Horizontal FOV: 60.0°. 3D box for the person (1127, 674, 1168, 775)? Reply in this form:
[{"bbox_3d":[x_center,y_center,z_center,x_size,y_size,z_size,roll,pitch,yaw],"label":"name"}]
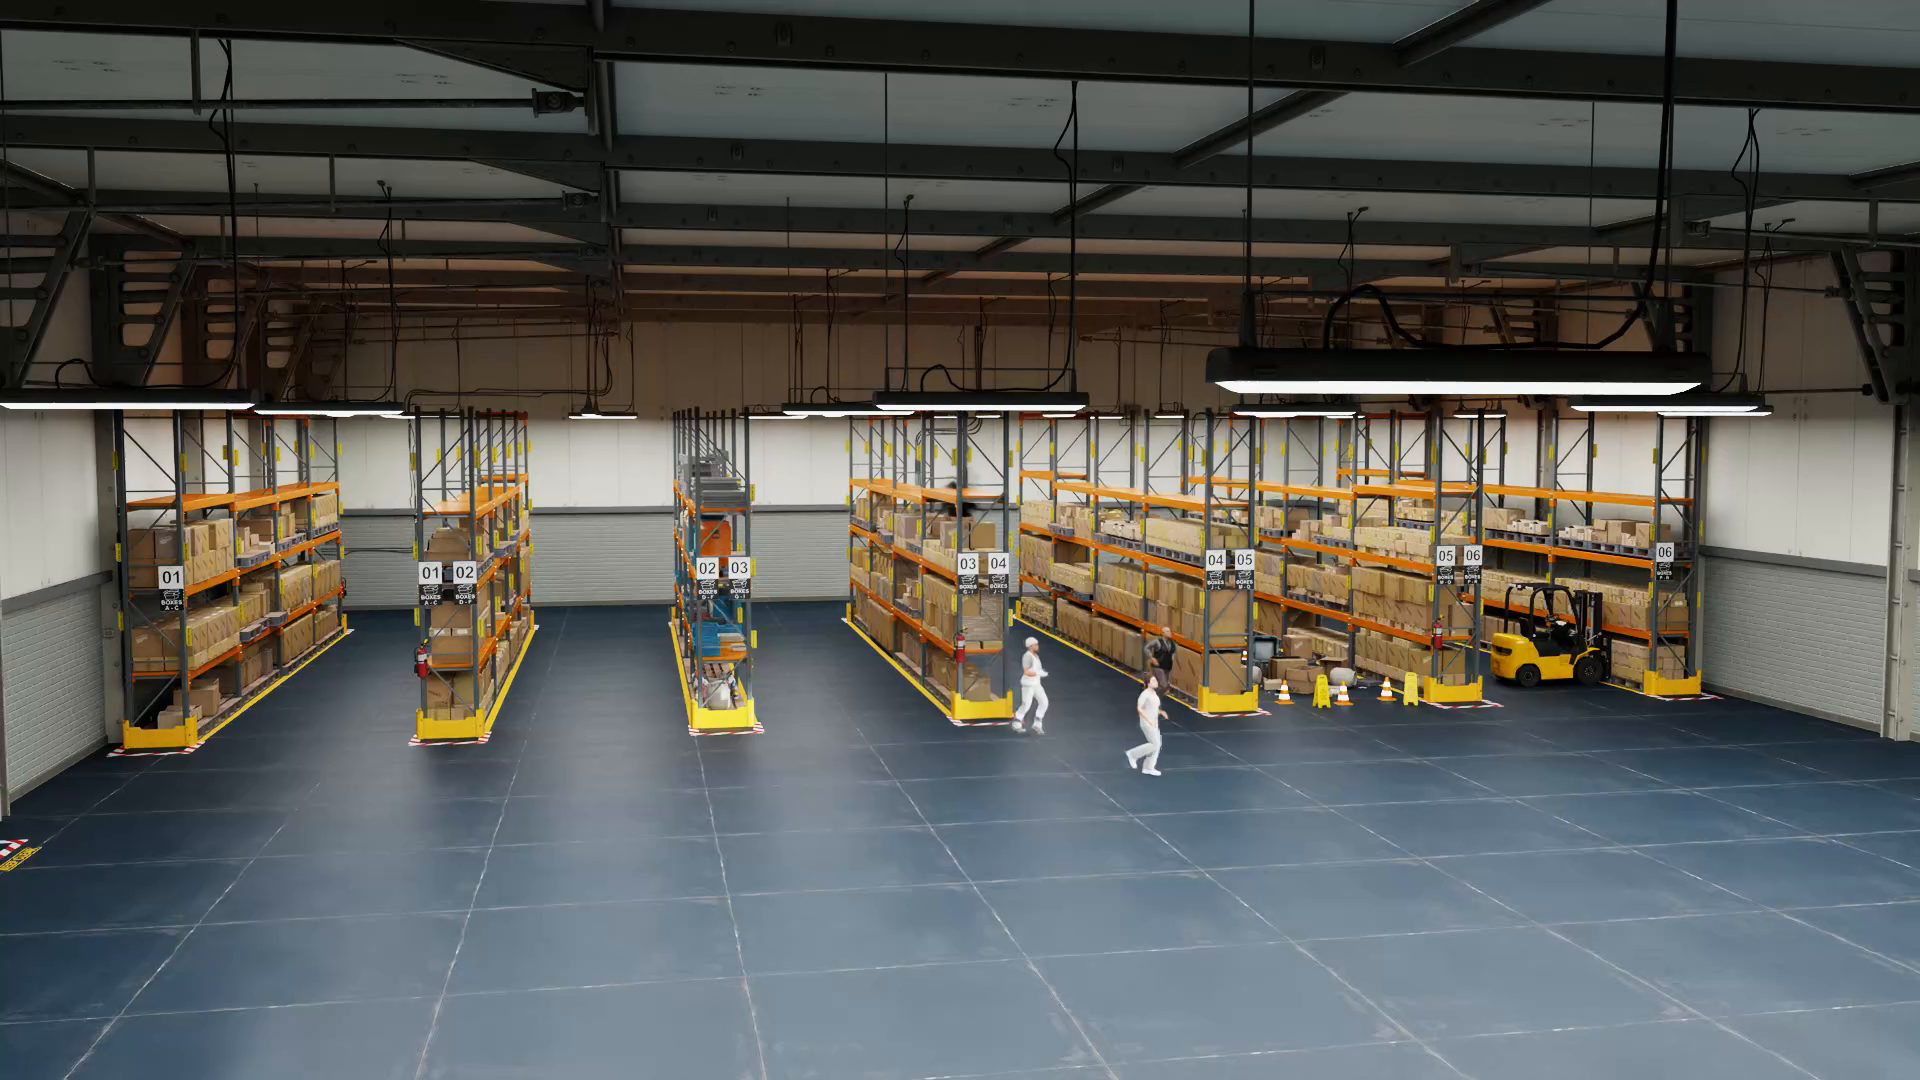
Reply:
[{"bbox_3d":[3.055,2.991,27.060,0.609,1.639,0.561,2,5,26],"label":"person"}]

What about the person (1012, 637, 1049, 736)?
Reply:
[{"bbox_3d":[1.299,2.680,30.285,0.764,1.826,0.641,2,5,28],"label":"person"}]

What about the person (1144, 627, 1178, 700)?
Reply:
[{"bbox_3d":[3.964,2.569,32.611,0.641,1.753,0.653,-3,5,-38],"label":"person"}]
